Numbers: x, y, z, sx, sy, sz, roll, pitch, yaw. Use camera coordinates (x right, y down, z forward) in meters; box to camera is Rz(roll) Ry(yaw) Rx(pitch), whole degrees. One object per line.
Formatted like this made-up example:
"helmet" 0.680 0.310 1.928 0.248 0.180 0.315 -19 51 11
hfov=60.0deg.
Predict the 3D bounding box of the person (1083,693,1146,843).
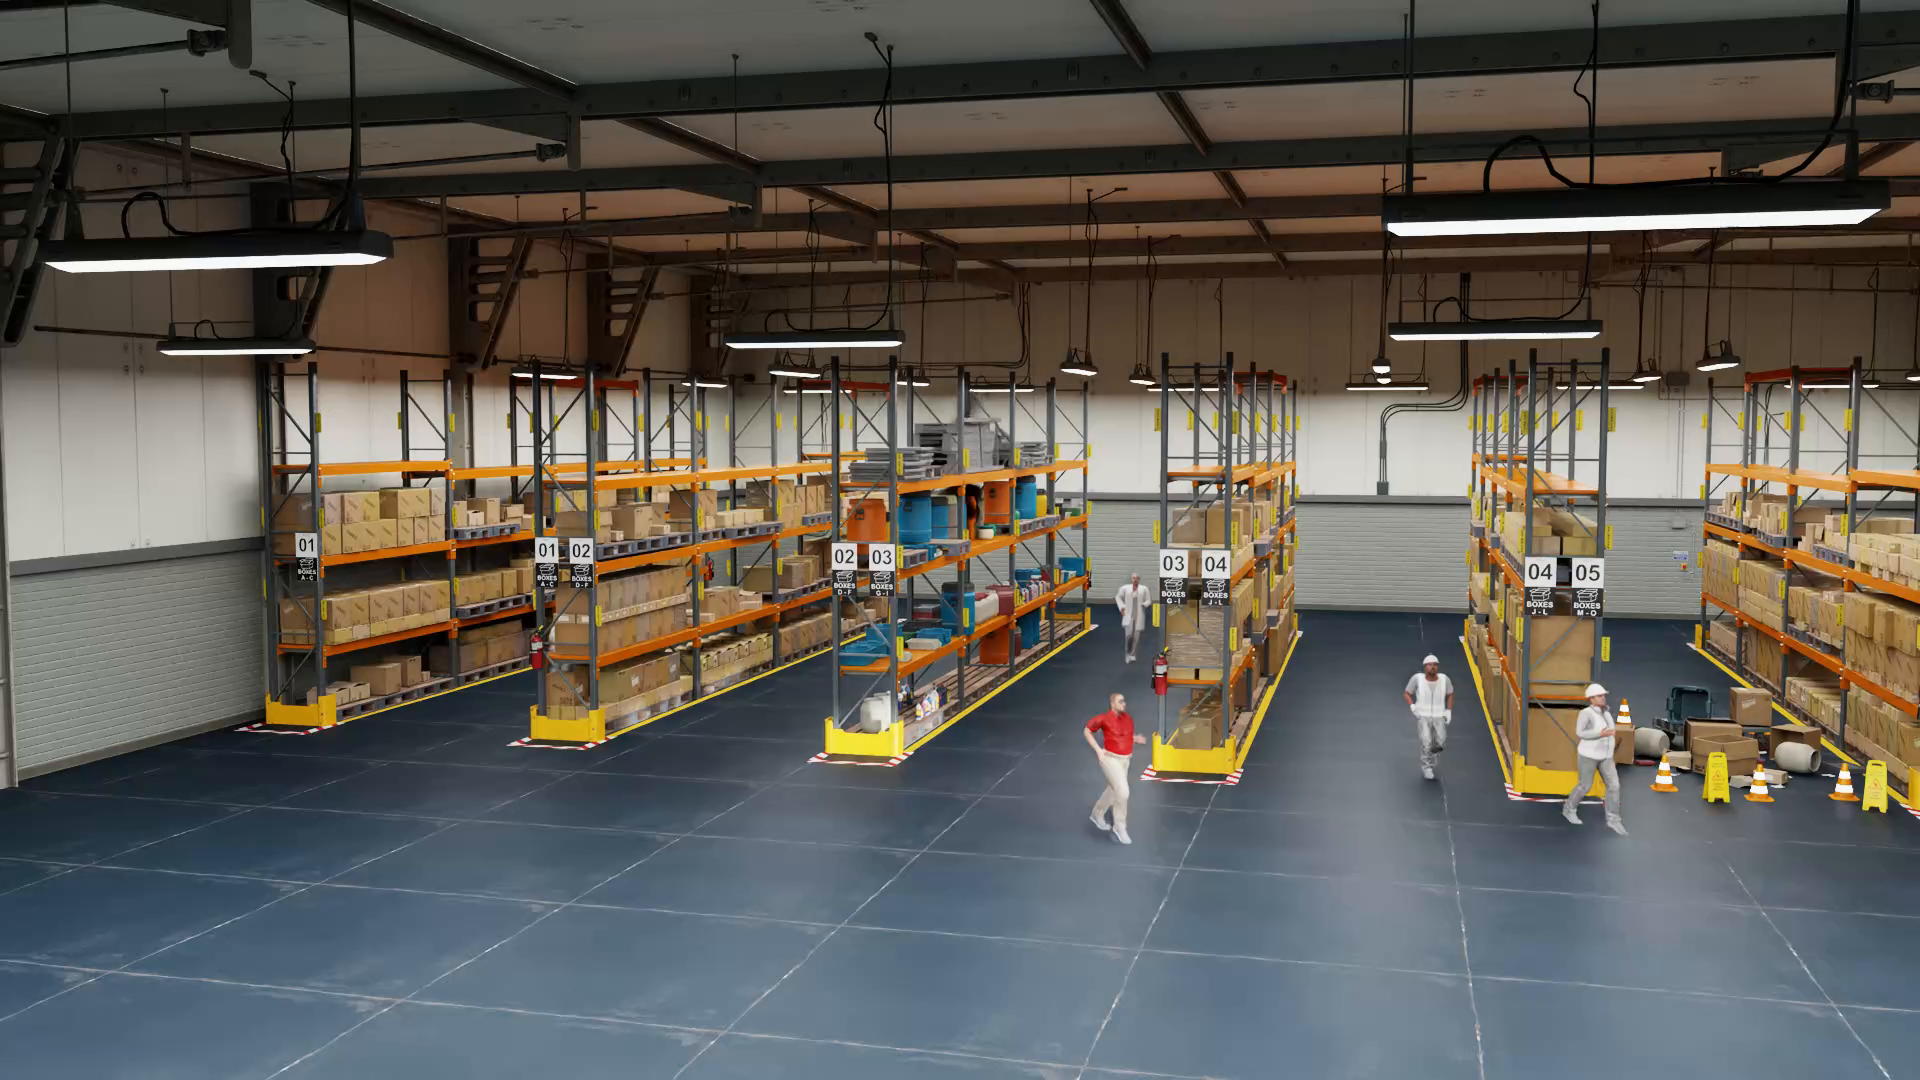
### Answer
"person" 1.878 2.740 20.113 0.813 1.803 0.642 4 5 42

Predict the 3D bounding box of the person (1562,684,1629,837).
"person" 7.764 2.661 20.327 0.656 1.813 0.836 -2 4 -26

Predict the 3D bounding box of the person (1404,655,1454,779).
"person" 6.633 2.484 23.527 0.701 1.740 0.617 0 4 5

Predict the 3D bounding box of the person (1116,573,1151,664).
"person" 3.422 1.549 32.765 0.680 1.809 0.694 0 4 1

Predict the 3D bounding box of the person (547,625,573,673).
"person" -7.161 2.092 29.929 0.607 1.614 0.551 0 4 5
